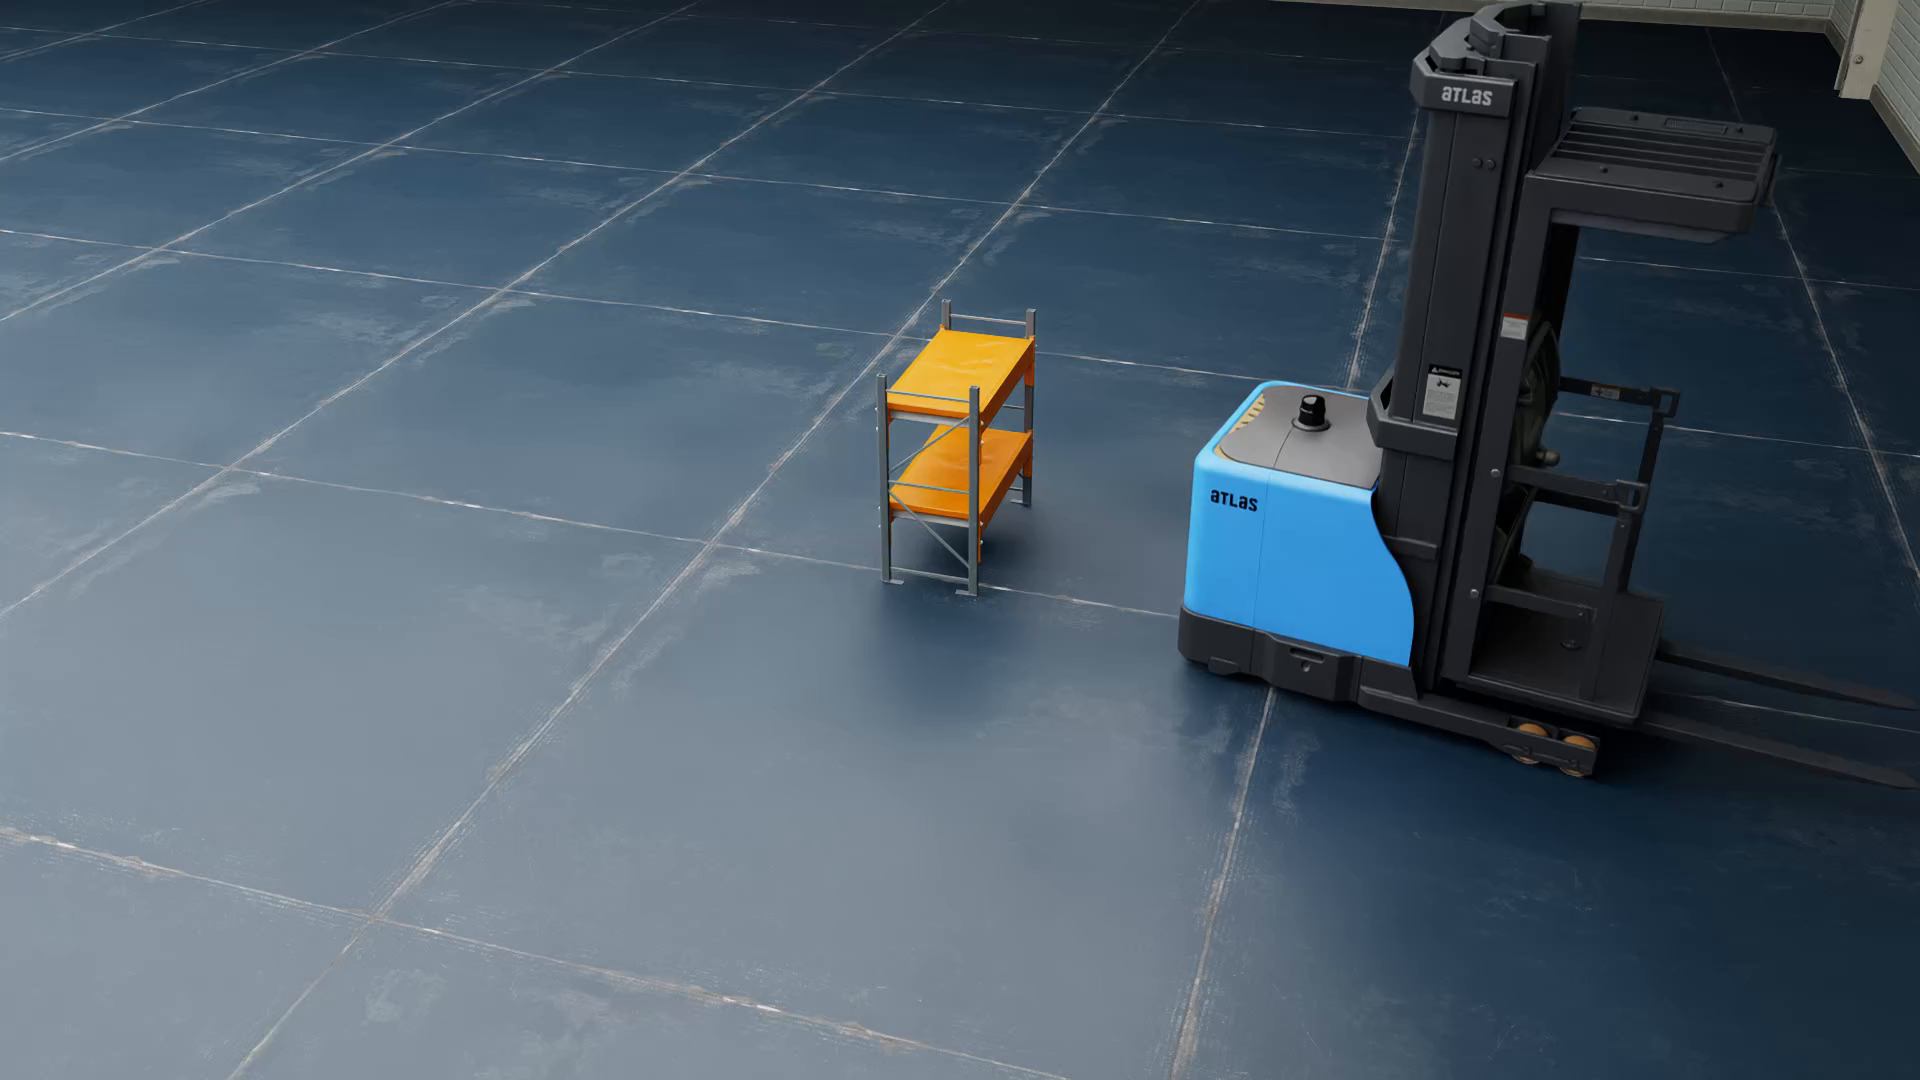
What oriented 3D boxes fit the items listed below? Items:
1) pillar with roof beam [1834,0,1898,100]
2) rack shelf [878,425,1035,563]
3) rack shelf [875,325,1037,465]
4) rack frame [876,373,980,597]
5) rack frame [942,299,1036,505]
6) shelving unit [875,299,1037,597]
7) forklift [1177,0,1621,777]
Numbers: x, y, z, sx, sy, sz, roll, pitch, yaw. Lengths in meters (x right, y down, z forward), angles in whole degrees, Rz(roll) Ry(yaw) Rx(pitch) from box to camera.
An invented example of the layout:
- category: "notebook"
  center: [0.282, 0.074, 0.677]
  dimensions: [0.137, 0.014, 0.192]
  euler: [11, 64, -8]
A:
- category: "pillar with roof beam"
  center: [4.963, -9.081, 15.818]
  dimensions: [9.100, 9.000, 0.400]
  euler: [8, 30, 15]
- category: "rack shelf"
  center: [-0.002, -0.275, 8.590]
  dimensions: [0.538, 0.278, 1.000]
  euler: [8, 30, 15]
- category: "rack shelf"
  center: [-0.002, -0.744, 8.329]
  dimensions: [0.538, 0.278, 1.000]
  euler: [8, 30, 15]
- category: "rack frame"
  center: [-0.151, -0.252, 8.046]
  dimensions: [0.500, 1.125, 0.032]
  euler: [8, 30, 15]
- category: "rack frame"
  center: [0.147, -0.725, 8.896]
  dimensions: [0.500, 1.125, 0.032]
  euler: [8, 30, 15]
- category: "shelving unit"
  center: [-0.002, -0.488, 8.471]
  dimensions: [0.538, 1.125, 1.048]
  euler: [8, 30, 15]
- category: "forklift"
  center: [2.558, -0.586, 6.788]
  dimensions: [3.031, 2.935, 1.130]
  euler: [14, 32, 23]
